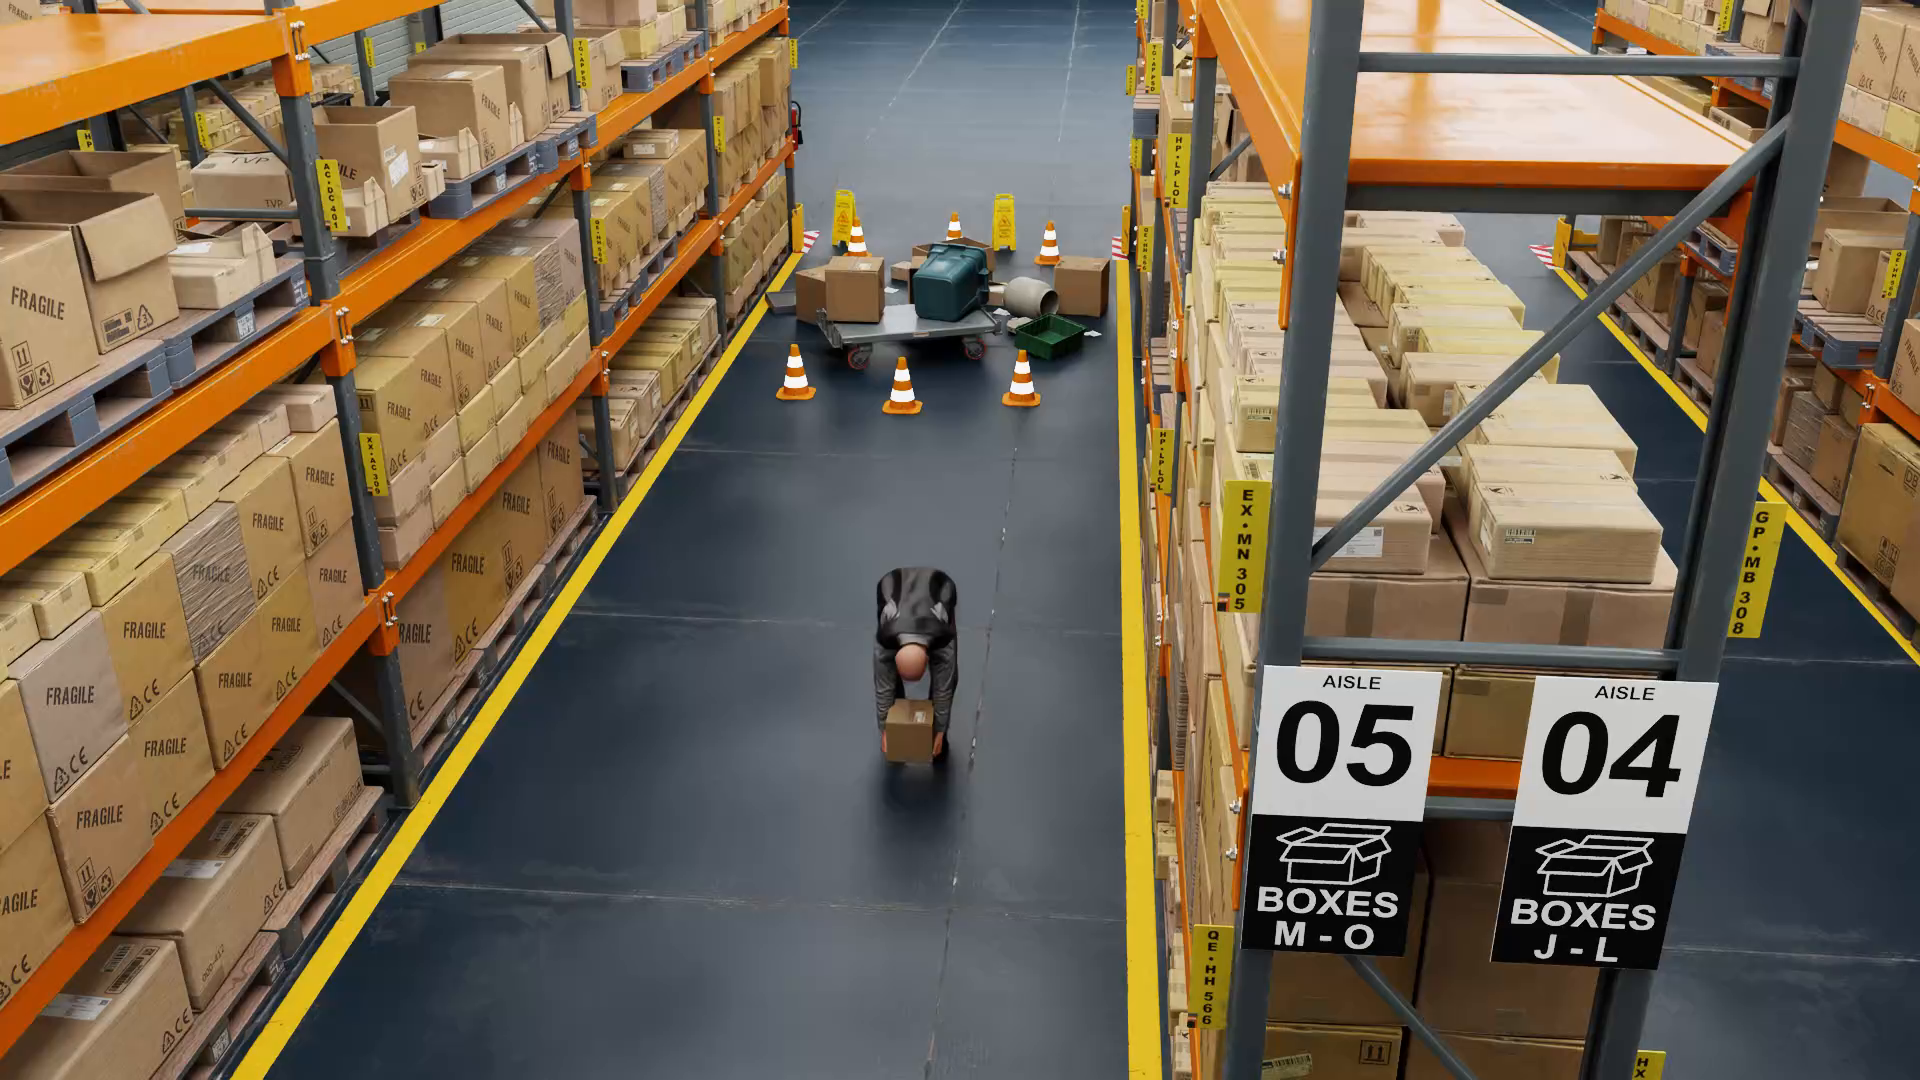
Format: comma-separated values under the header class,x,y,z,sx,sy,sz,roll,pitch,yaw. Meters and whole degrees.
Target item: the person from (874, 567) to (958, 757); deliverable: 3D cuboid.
class,x,y,z,sx,sy,sz,roll,pitch,yaw
person,-0.250,0.737,9.207,0.475,1.065,0.957,1,24,2
